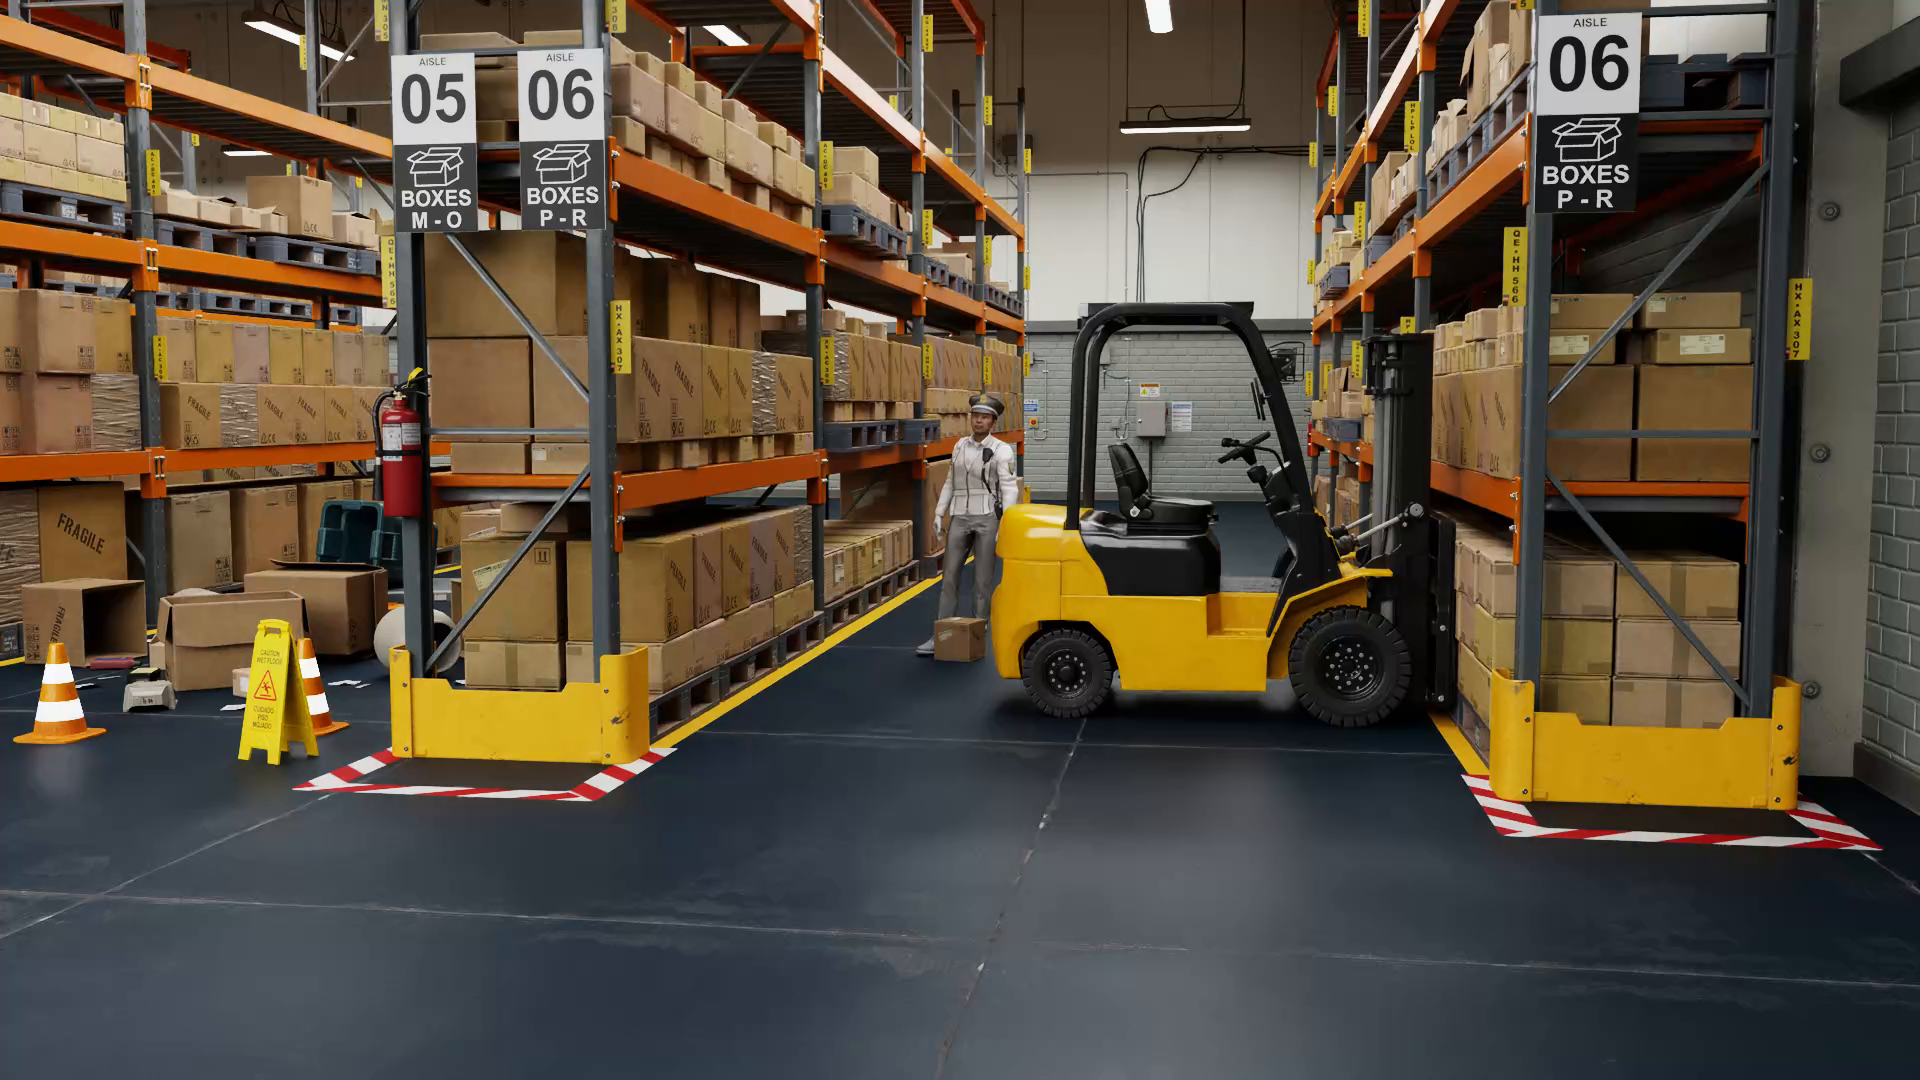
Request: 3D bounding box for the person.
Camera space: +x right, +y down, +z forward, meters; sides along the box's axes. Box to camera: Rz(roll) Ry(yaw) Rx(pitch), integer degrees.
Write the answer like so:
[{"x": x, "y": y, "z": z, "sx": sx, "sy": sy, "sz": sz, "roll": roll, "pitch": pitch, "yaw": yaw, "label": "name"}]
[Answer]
[{"x": 0.070, "y": -0.103, "z": 10.860, "sx": 0.588, "sy": 1.697, "sz": 0.533, "roll": 2, "pitch": 5, "yaw": 28, "label": "person"}]
